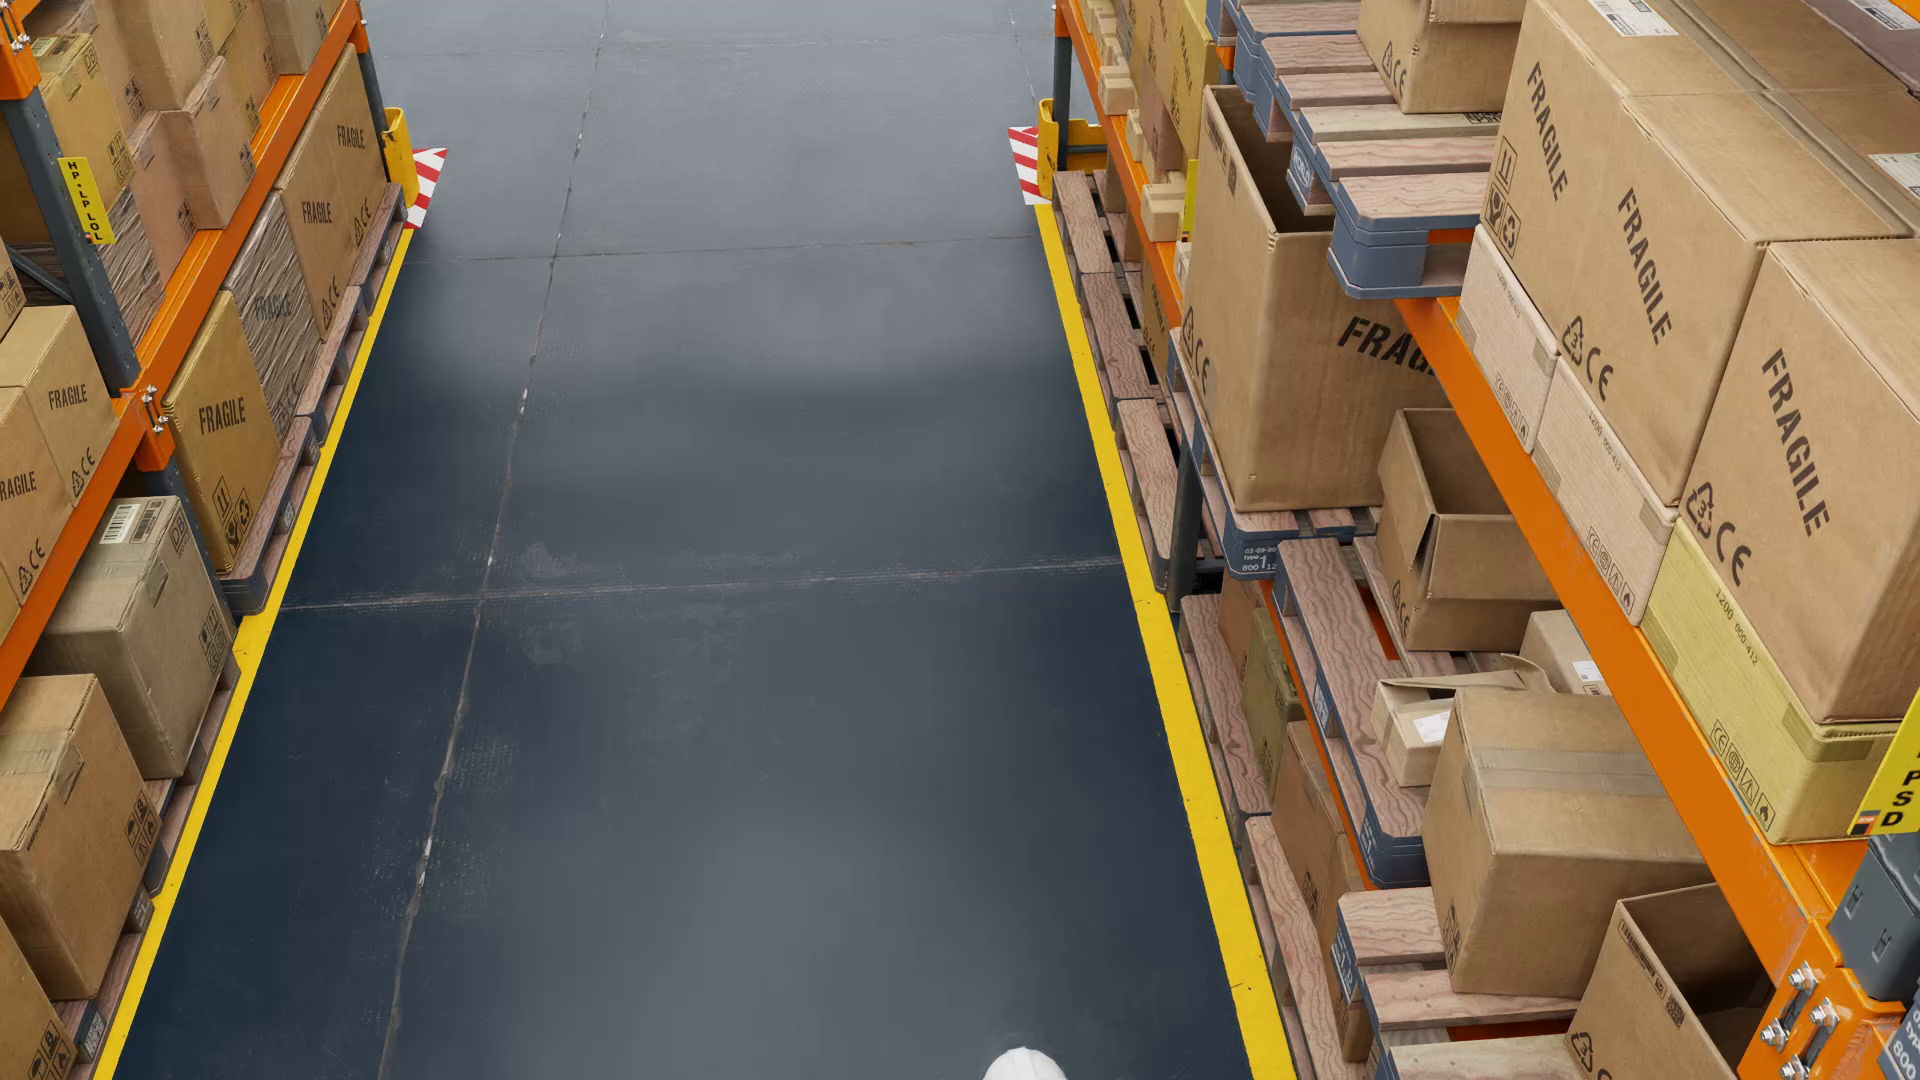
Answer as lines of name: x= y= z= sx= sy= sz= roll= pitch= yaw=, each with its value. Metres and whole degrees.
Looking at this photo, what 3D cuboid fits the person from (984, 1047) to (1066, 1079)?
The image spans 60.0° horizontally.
person: x=0.171 y=1.844 z=3.839 sx=0.611 sy=1.751 sz=0.887 roll=-5 pitch=39 yaw=-6
